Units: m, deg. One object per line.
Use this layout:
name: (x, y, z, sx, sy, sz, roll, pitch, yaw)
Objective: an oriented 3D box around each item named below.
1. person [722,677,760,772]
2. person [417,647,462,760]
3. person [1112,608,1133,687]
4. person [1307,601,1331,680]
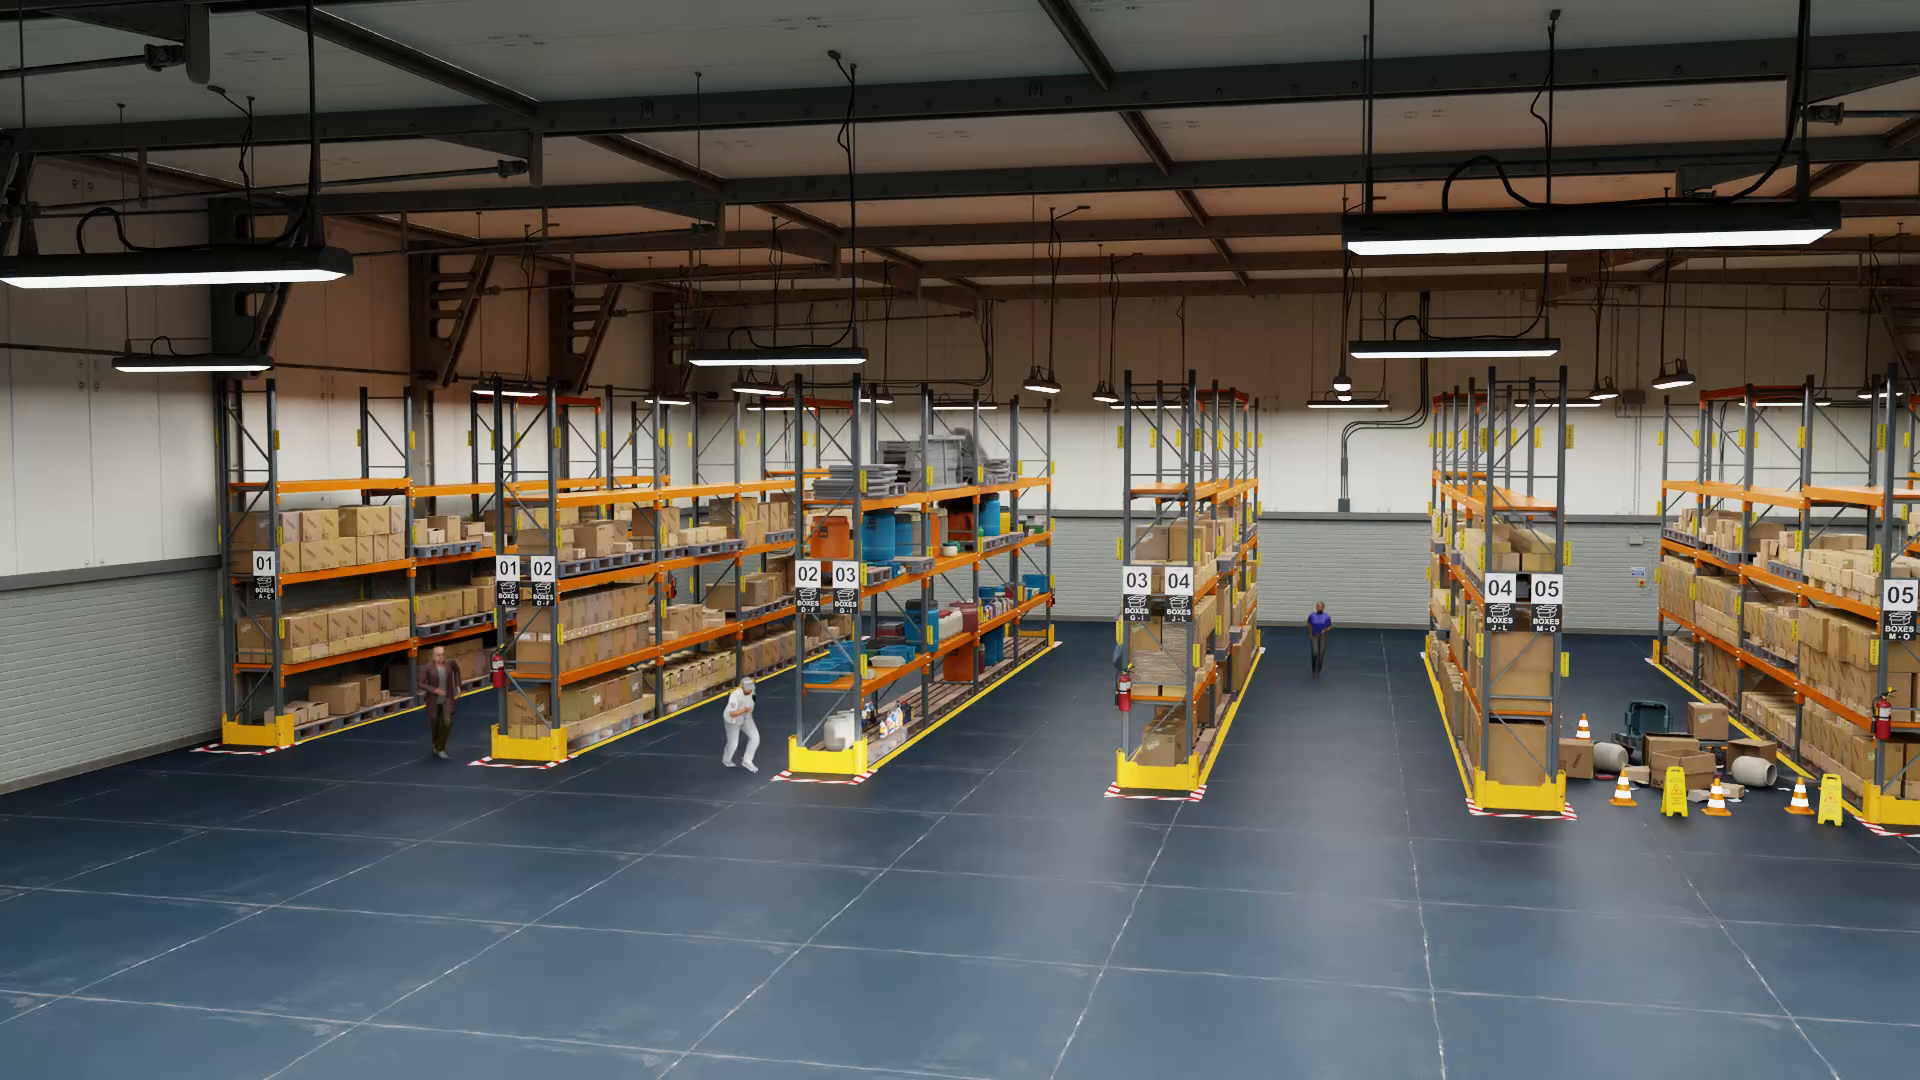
person: (-3.324, 2.775, 25.106, 0.590, 1.497, 1.048, -3, 4, -37)
person: (-8.256, 2.604, 26.379, 0.695, 1.697, 0.857, -1, 4, -22)
person: (3.369, 2.125, 33.440, 0.696, 1.704, 0.732, 2, 4, 27)
person: (7.529, 2.108, 34.831, 0.465, 1.670, 0.791, 0, 3, 4)
